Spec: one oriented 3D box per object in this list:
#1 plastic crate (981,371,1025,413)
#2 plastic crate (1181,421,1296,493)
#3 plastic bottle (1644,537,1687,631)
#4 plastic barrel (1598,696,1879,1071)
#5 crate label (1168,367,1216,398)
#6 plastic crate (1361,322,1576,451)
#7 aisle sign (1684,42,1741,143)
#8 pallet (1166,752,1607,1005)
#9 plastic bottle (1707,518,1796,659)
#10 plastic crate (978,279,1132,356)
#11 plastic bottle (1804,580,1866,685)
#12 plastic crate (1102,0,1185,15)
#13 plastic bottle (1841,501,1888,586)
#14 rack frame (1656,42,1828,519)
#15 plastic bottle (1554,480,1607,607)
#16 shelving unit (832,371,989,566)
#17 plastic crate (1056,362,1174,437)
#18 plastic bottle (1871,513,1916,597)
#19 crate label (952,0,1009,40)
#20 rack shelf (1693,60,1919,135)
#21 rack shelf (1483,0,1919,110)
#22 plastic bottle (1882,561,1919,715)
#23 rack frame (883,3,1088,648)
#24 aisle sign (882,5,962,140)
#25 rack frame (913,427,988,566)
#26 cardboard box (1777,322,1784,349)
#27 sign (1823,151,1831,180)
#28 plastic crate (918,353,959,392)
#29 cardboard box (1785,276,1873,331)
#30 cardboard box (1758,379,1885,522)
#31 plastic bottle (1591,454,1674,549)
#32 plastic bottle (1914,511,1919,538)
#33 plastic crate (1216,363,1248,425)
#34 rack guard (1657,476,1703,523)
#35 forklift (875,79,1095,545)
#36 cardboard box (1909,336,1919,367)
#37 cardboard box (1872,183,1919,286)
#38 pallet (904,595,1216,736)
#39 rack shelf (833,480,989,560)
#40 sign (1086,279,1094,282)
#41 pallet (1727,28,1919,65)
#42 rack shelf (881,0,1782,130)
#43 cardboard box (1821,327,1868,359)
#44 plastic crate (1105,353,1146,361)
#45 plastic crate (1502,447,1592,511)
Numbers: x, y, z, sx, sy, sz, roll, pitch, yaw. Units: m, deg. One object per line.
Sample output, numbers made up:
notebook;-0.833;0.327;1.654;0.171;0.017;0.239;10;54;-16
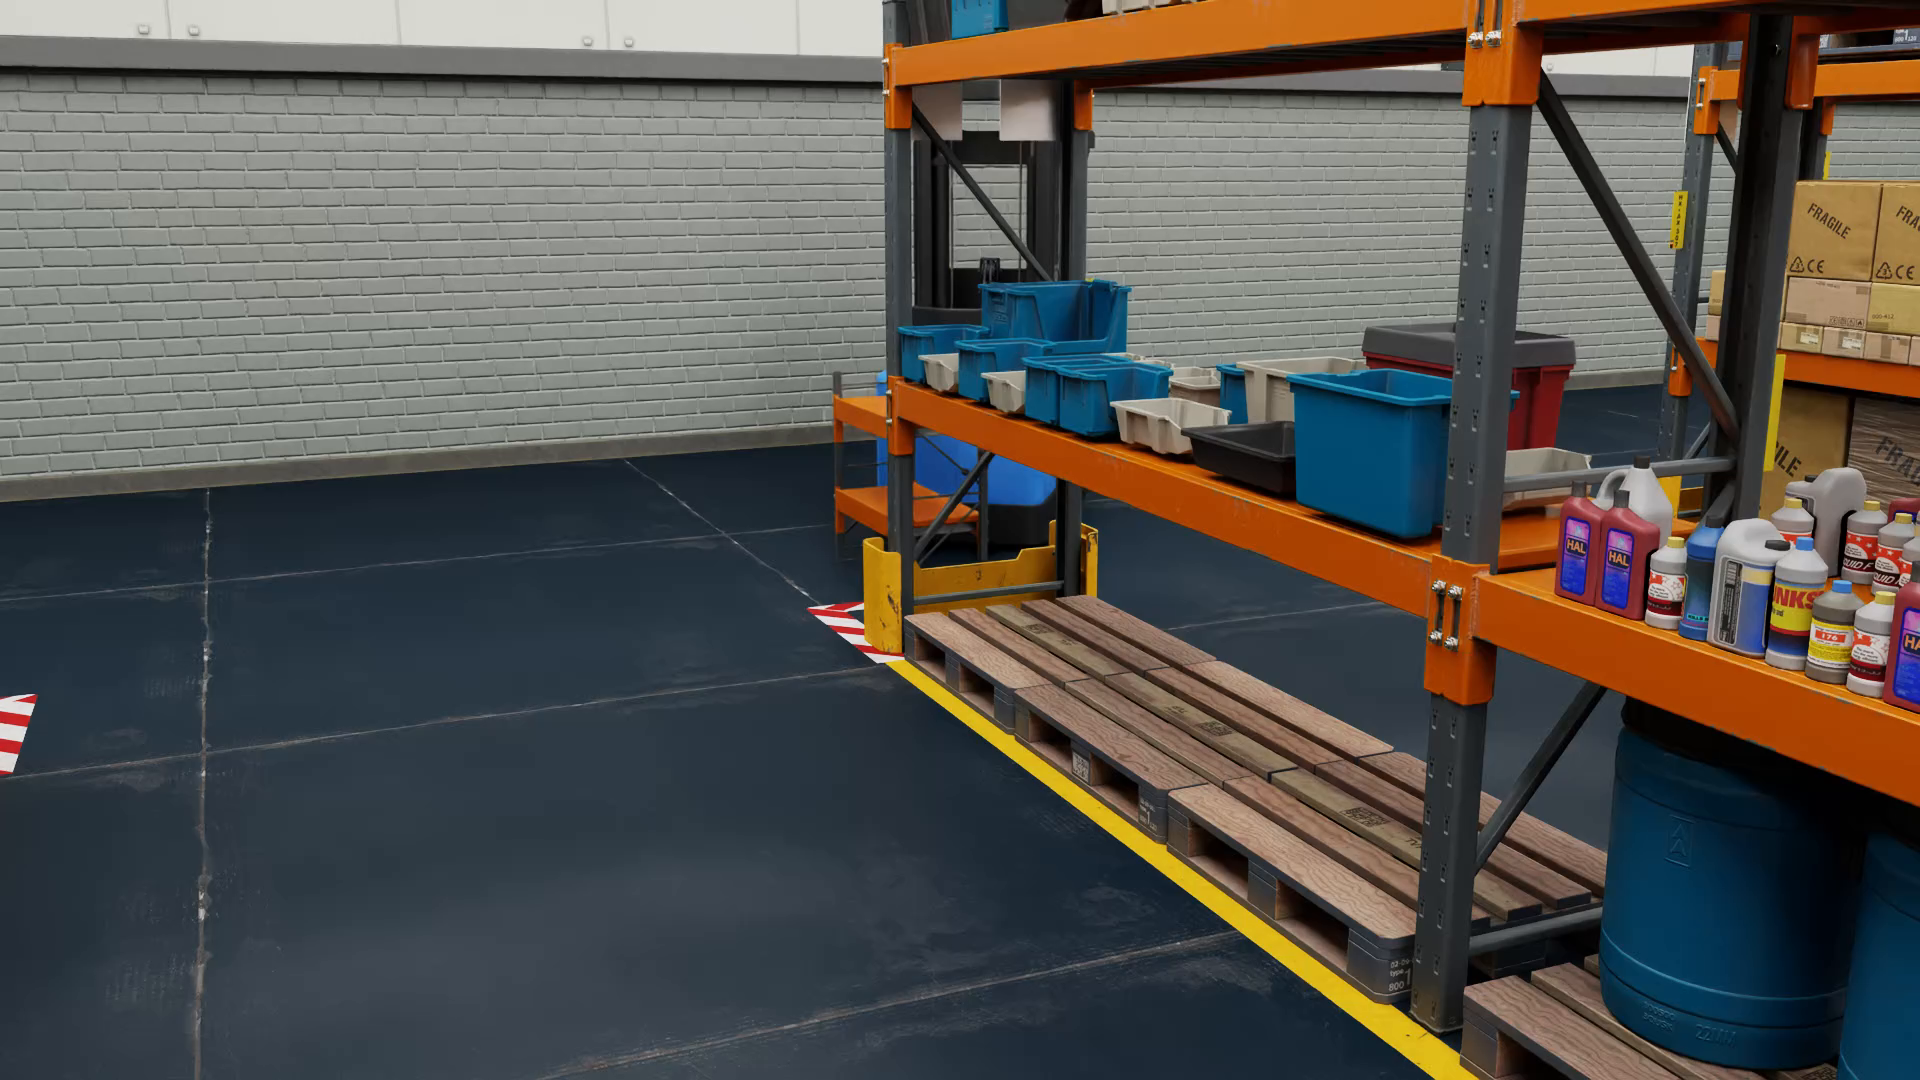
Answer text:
plastic crate;0.252;-0.599;6.756;0.250;0.136;0.298;-6;14;-23
plastic crate;1.038;-0.268;5.354;0.437;0.125;0.590;-6;14;-23
plastic bottle;1.605;0.095;3.749;0.097;0.201;0.097;0;13;0
plastic barrel;1.935;0.765;4.132;0.600;0.901;0.708;-6;14;-23
crate label;0.860;-0.625;6.868;0.396;0.136;0.243;-6;14;-23
plastic crate;1.605;-0.434;5.316;0.402;0.464;0.583;-6;14;-23
aisle sign;4.365;-2.694;9.593;0.394;0.787;0.004;-6;14;-23
pallet;1.403;1.044;5.391;1.003;0.211;1.213;-6;14;-23
plastic bottle;1.716;0.100;3.561;0.152;0.276;0.135;-6;14;-23
plastic crate;0.436;-0.987;7.769;0.616;0.435;0.499;-6;14;-23
plastic bottle;1.776;0.183;3.368;0.097;0.201;0.097;0;13;0
plastic crate;0.735;-1.910;5.582;0.437;0.282;0.530;-6;14;-23
plastic bottle;2.258;0.004;4.139;0.097;0.201;0.097;0;13;0
rack frame;4.669;-1.440;9.939;1.000;3.000;0.127;-6;14;-23
plastic bottle;1.489;0.005;3.955;0.061;0.283;0.133;-6;14;-23
shelving unit;-0.291;-0.337;9.331;0.538;1.125;1.048;-6;14;-23
plastic crate;0.575;-0.525;6.226;0.416;0.233;0.300;-6;14;-23
plastic bottle;2.256;0.037;3.997;0.097;0.201;0.097;0;13;0
crate label;0.204;-2.162;6.735;0.408;0.251;0.502;-6;14;-23
rack shelf;5.470;-2.138;7.897;1.077;0.370;4.000;-6;14;-23
rack shelf;2.534;-0.864;2.393;1.077;0.370;4.000;-6;14;-23
plastic bottle;1.844;0.188;3.162;0.061;0.283;0.133;-6;14;-23
rack frame;0.130;-0.993;8.006;1.000;3.000;0.127;-6;14;-23
aisle sign;-0.171;-2.247;7.661;0.394;0.787;0.004;-6;14;-23
rack frame;-0.083;-0.232;8.879;0.500;1.125;0.032;-6;14;-23
cardboard box;4.612;-1.162;9.293;0.380;0.149;0.250;-6;14;-24
sign;5.171;-2.166;9.981;0.100;0.325;0.005;-6;14;-23
plastic crate;-0.020;-0.739;7.362;0.250;0.136;0.298;-6;14;-23
cardboard box;4.828;-1.281;8.927;0.500;0.250;0.500;-6;14;-24
cardboard box;4.998;-0.484;9.591;0.875;0.875;0.875;-6;14;-23
plastic bottle;1.593;-0.032;3.964;0.144;0.351;0.185;-6;14;-23
plastic bottle;2.333;0.022;3.898;0.152;0.276;0.135;-6;14;-23
plastic crate;1.188;-0.539;6.285;0.416;0.233;0.300;-6;14;-23
rack guard;4.659;-0.227;10.242;1.175;0.500;0.348;-6;14;-23
forklift;0.290;-1.680;11.130;1.130;2.935;3.031;3;13;12
cardboard box;5.026;-0.949;8.375;0.380;0.149;0.250;-6;14;-24
cardboard box;5.027;-1.544;8.398;0.500;0.500;0.500;-6;14;-24
pallet;0.425;0.540;7.569;1.003;0.211;1.213;-6;14;-23
rack shelf;-0.291;-0.099;9.386;0.538;0.278;1.000;-6;14;-23
sign;0.628;-1.125;8.217;0.100;0.325;0.005;-6;14;-23
pallet;4.975;-2.706;8.953;1.003;0.211;1.213;-6;14;-23
rack shelf;0.932;-1.690;5.964;1.077;0.370;4.000;-6;14;-23
cardboard box;4.821;-1.055;8.832;0.380;0.149;0.250;-6;14;-24
plastic crate;0.623;-0.741;7.372;0.396;0.136;0.243;-6;14;-23
plastic crate;1.677;-0.176;4.930;0.396;0.136;0.243;-6;14;-23
